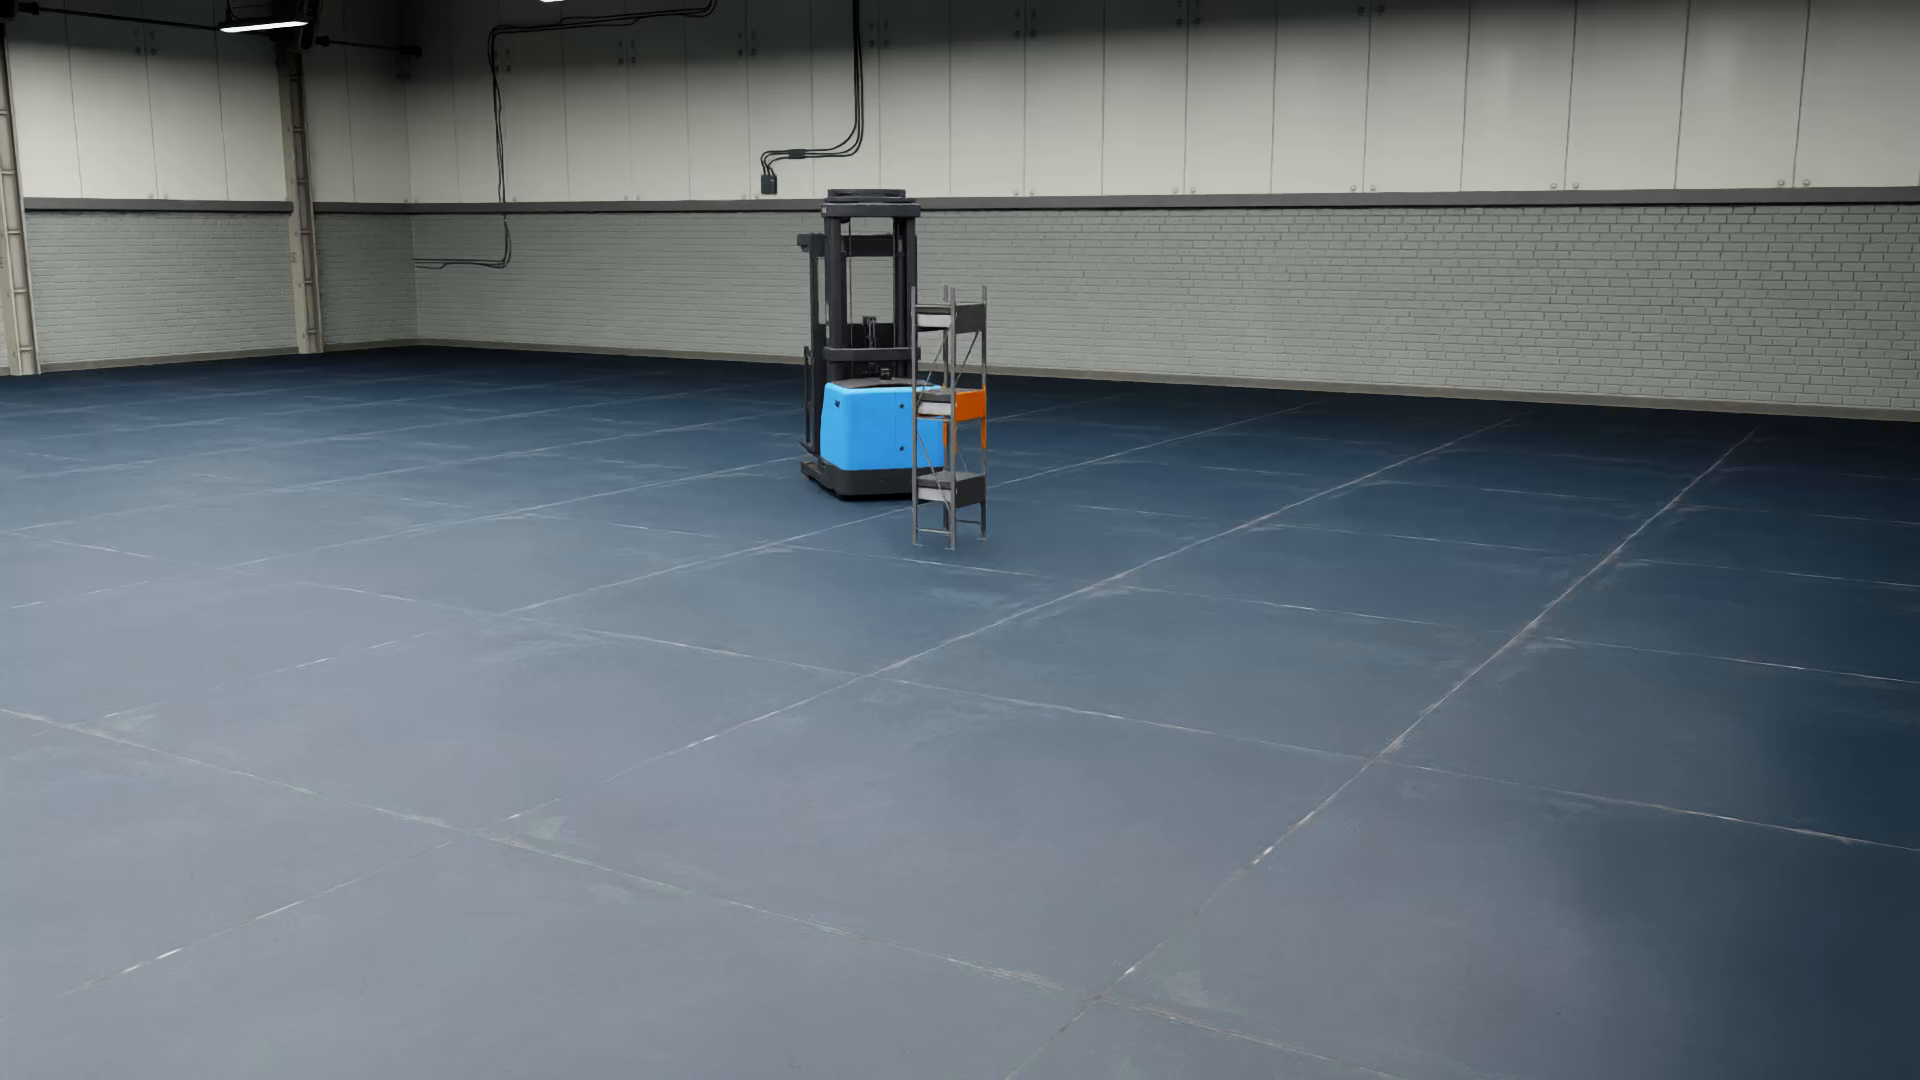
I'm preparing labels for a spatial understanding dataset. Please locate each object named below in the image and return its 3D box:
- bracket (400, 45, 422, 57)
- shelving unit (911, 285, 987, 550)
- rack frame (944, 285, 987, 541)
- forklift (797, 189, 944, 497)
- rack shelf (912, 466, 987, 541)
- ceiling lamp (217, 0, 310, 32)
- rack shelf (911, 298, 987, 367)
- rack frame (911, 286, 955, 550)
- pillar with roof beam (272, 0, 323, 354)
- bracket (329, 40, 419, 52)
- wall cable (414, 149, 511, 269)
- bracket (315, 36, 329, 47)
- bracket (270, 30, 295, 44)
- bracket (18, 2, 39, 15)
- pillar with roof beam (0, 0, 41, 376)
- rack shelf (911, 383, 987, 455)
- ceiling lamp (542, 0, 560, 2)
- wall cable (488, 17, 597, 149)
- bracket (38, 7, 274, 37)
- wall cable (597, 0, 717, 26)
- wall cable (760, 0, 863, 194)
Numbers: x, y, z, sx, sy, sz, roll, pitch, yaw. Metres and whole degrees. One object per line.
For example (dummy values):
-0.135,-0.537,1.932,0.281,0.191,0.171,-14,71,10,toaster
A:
-11.787,-10.491,35.668,0.235,0.232,0.430,6,12,31,bracket
-0.086,-1.006,13.536,0.431,2.100,0.503,6,12,31,shelving unit
0.041,-1.044,13.741,0.400,2.100,0.015,6,12,31,rack frame
-1.036,-2.081,17.019,1.130,2.935,3.031,-3,11,-16,forklift
-0.086,-0.305,13.668,0.431,0.518,0.480,6,12,31,rack shelf
-11.483,-10.125,27.634,2.000,3.185,0.800,6,12,31,ceiling lamp
-0.086,-1.681,13.410,0.431,0.518,0.480,6,12,31,rack shelf
-0.213,-0.968,13.331,0.400,2.100,0.015,6,12,31,rack frame
-9.857,-7.906,31.644,9.100,9.000,0.548,6,12,31,pillar with roof beam
-12.093,-10.398,35.172,0.076,0.066,3.189,6,12,31,bracket
-10.876,-7.128,35.927,3.097,2.526,0.112,6,12,31,wall cable
-13.017,-10.118,33.677,0.235,0.232,0.430,6,12,31,bracket
-13.448,-9.987,32.980,0.235,0.232,0.430,6,12,31,bracket
-16.132,-9.174,28.637,0.235,0.232,0.430,6,12,31,bracket
-12.972,-6.962,26.604,9.100,9.000,0.548,6,12,31,pillar with roof beam
-0.086,-0.993,13.539,0.431,0.518,0.480,6,12,31,rack shelf
-5.167,-9.419,23.863,2.000,3.185,0.800,6,12,31,ceiling lamp
-8.564,-9.352,34.082,3.097,2.526,0.112,6,12,31,wall cable
-14.786,-9.582,30.816,0.076,0.066,4.783,6,12,31,bracket
-5.919,-11.292,32.084,3.097,2.526,0.112,6,12,31,wall cable
-2.771,-9.416,30.470,2.305,6.003,0.169,6,12,31,wall cable
